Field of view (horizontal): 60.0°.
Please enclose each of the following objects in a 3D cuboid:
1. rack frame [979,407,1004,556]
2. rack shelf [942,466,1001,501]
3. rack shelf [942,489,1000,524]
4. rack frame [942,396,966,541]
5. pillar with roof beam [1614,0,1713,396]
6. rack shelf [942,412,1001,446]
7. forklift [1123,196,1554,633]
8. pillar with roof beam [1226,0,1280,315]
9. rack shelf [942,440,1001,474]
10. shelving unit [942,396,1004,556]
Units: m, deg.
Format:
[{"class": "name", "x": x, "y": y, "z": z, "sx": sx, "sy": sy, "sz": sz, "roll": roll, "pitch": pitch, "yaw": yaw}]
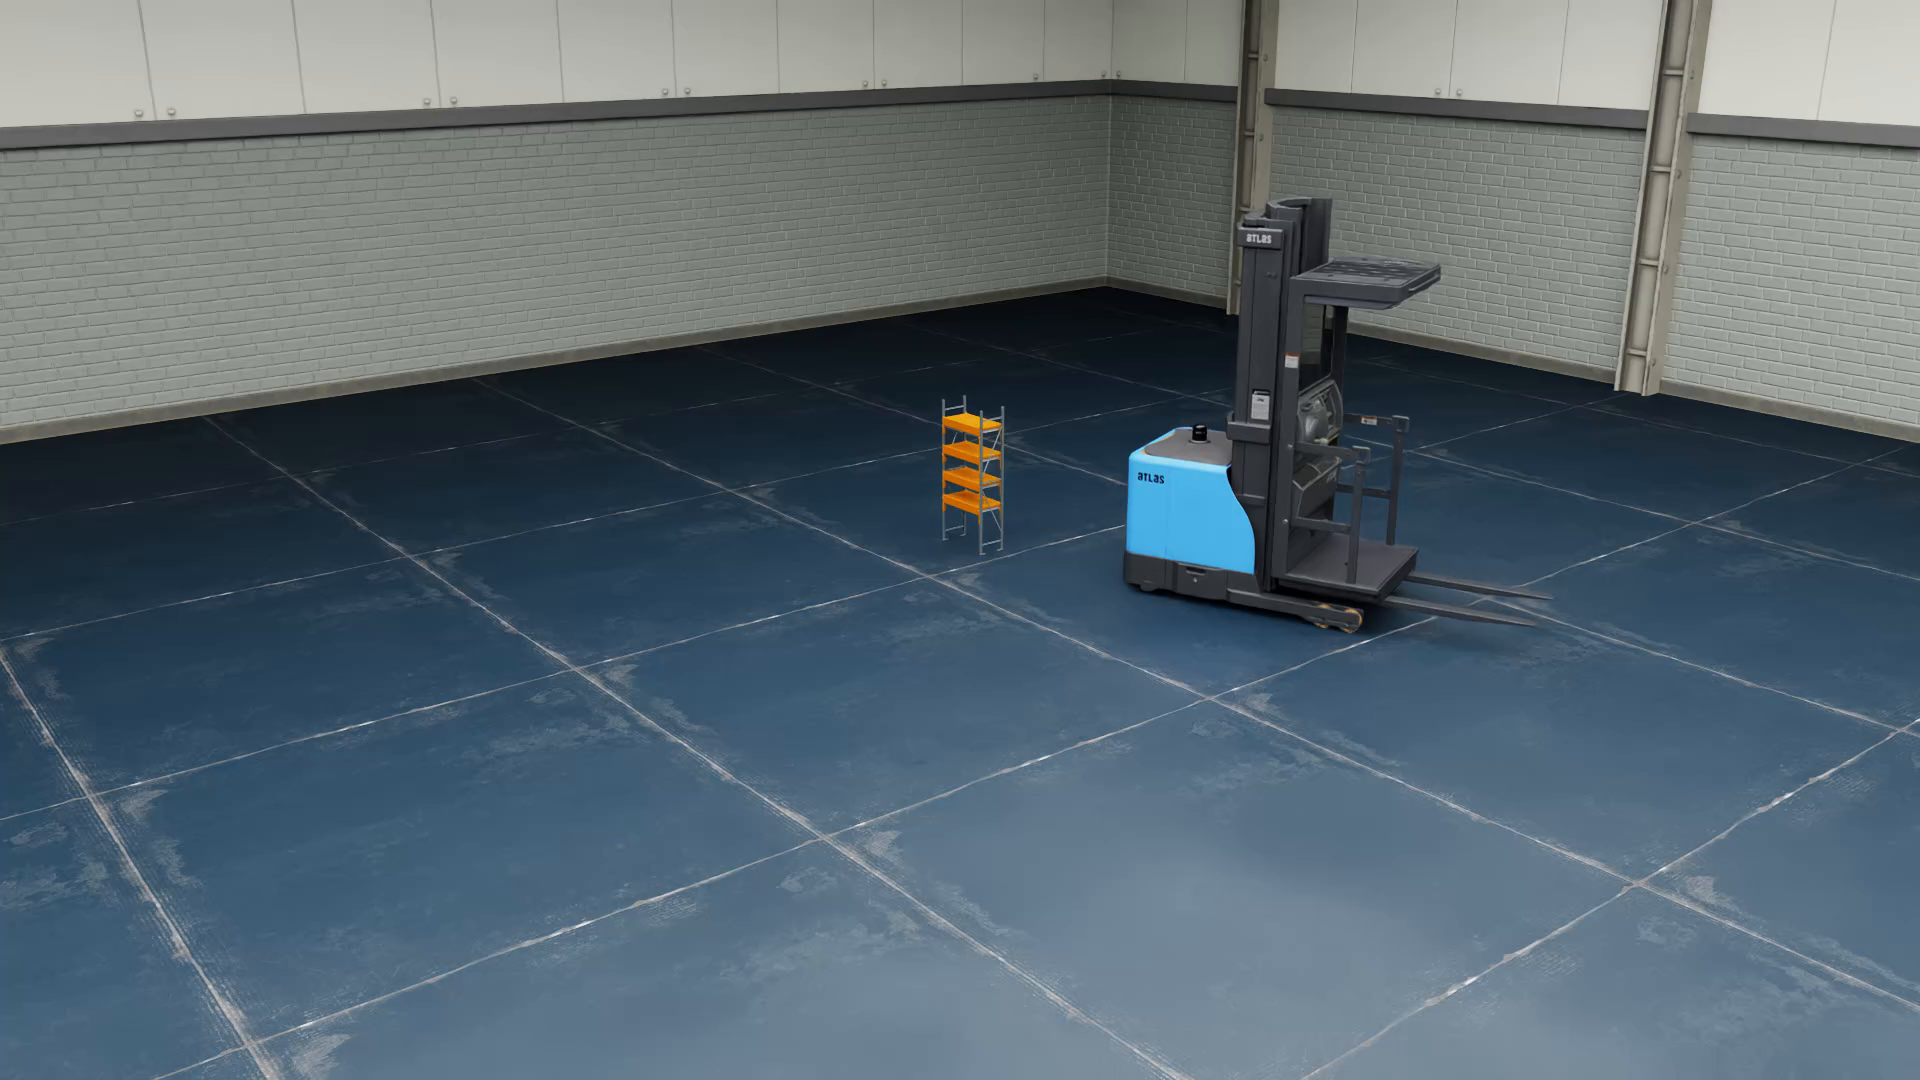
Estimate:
[{"class": "rack frame", "x": 0.254, "y": -0.469, "z": 13.369, "sx": 0.240, "sy": 1.200, "sz": 0.015, "roll": -14, "pitch": 23, "yaw": -36}, {"class": "rack shelf", "x": 0.103, "y": -0.465, "z": 13.572, "sx": 0.258, "sy": 0.148, "sz": 0.480, "roll": -14, "pitch": 23, "yaw": -36}, {"class": "rack shelf", "x": 0.103, "y": -0.276, "z": 13.634, "sx": 0.258, "sy": 0.148, "sz": 0.480, "roll": -14, "pitch": 23, "yaw": -36}, {"class": "rack frame", "x": -0.049, "y": -0.589, "z": 13.732, "sx": 0.240, "sy": 1.200, "sz": 0.015, "roll": -14, "pitch": 23, "yaw": -36}, {"class": "pillar with roof beam", "x": 4.356, "y": -5.132, "z": 15.045, "sx": 9.100, "sy": 9.000, "sz": 0.400, "roll": -14, "pitch": 23, "yaw": -36}, {"class": "rack shelf", "x": 0.103, "y": -0.902, "z": 13.427, "sx": 0.258, "sy": 0.148, "sz": 0.480, "roll": -14, "pitch": 23, "yaw": -36}, {"class": "forklift", "x": 2.786, "y": -0.920, "z": 11.978, "sx": 3.031, "sy": 2.935, "sz": 1.130, "roll": 10, "pitch": 21, "yaw": 28}, {"class": "pillar with roof beam", "x": 0.630, "y": -6.610, "z": 19.510, "sx": 9.100, "sy": 9.000, "sz": 0.400, "roll": -14, "pitch": 23, "yaw": -36}, {"class": "rack shelf", "x": 0.103, "y": -0.677, "z": 13.502, "sx": 0.258, "sy": 0.148, "sz": 0.480, "roll": -14, "pitch": 23, "yaw": -36}, {"class": "shelving unit", "x": 0.103, "y": -0.529, "z": 13.551, "sx": 0.258, "sy": 1.200, "sz": 0.503, "roll": -14, "pitch": 23, "yaw": -36}]
